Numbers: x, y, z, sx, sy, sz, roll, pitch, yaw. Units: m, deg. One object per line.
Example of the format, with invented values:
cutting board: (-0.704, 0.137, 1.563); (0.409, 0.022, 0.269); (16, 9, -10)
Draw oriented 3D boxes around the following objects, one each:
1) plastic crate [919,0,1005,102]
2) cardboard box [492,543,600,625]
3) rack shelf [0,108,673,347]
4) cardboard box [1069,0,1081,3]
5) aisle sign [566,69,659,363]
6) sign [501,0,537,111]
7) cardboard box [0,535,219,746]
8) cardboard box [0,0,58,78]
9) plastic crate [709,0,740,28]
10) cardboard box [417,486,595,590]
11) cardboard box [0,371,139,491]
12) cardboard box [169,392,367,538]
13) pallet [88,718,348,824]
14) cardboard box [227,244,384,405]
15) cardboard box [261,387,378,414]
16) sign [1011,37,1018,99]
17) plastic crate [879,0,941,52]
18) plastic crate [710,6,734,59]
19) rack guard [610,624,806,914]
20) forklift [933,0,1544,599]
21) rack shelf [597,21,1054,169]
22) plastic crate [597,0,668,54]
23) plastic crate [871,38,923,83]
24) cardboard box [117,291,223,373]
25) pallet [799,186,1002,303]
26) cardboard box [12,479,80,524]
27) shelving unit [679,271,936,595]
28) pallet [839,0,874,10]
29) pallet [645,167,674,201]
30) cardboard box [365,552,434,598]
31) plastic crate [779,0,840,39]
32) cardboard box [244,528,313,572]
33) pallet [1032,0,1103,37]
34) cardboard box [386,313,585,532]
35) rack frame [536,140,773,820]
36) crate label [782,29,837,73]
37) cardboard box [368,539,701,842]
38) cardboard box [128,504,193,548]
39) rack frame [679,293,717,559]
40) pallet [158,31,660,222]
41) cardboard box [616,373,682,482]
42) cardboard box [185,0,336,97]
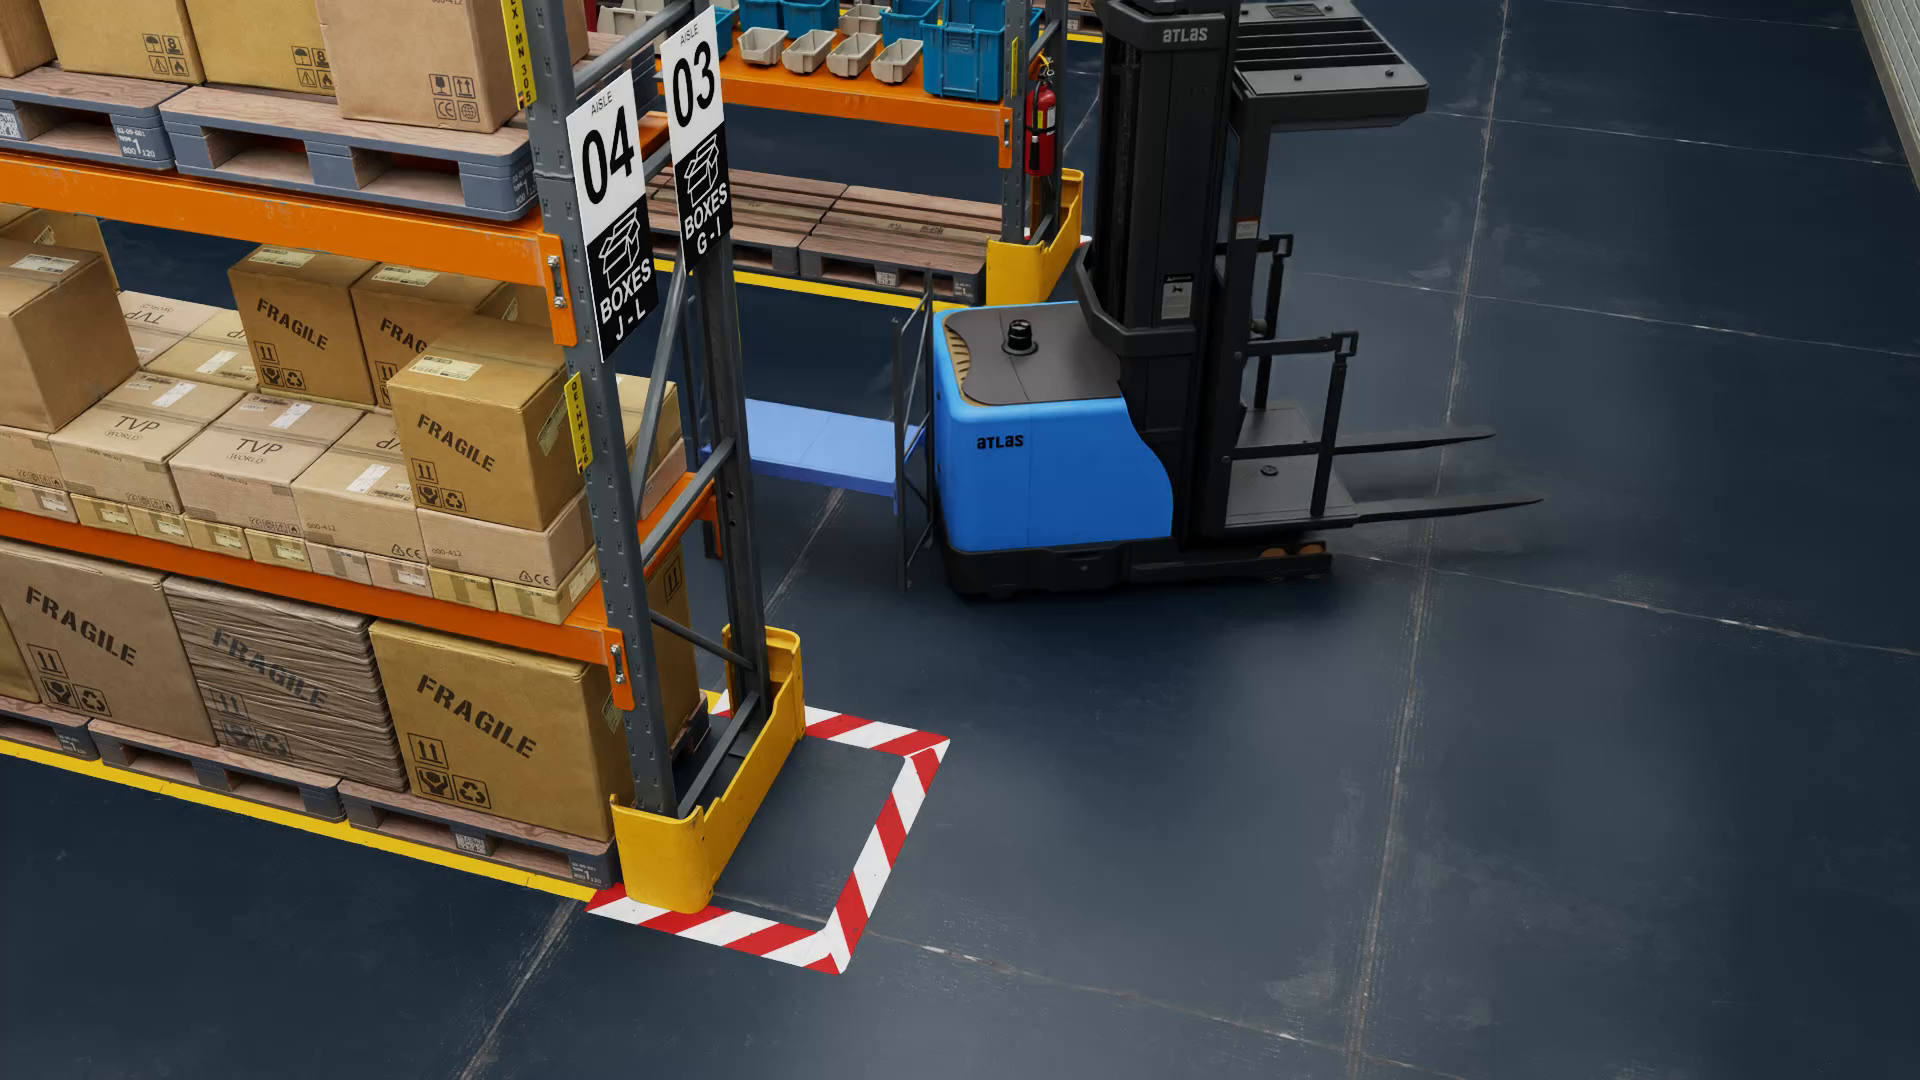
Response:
plastic crate: (0.081, -2.904, 9.770); (0.499, 0.435, 0.616); (10, 38, 14)
cardboard box: (-1.458, 0.115, 5.961); (0.250, 0.149, 0.380); (11, 38, 15)
rack shelf: (-2.929, -1.382, 5.858); (4.000, 0.370, 1.077); (10, 38, 14)
cardboard box: (0.985, -4.830, 14.485); (0.250, 0.166, 0.380); (10, 38, 14)
aisle sign: (-1.041, -0.974, 5.035); (0.004, 0.787, 0.394); (10, 38, 14)
sign: (-1.195, -1.338, 4.512); (0.005, 0.325, 0.100); (10, 38, 14)
cardboard box: (-3.373, 0.191, 7.084); (0.875, 0.875, 0.875); (10, 38, 14)
cardboard box: (-3.105, -1.900, 5.433); (0.500, 0.500, 0.700); (12, 38, 16)
plastic crate: (-1.610, -3.400, 10.695); (0.466, 0.136, 0.293); (10, 38, 14)
cardboard box: (-1.562, -0.105, 5.923); (0.500, 0.250, 0.500); (10, 38, 13)
cardboard box: (-3.499, -0.466, 6.413); (0.500, 0.250, 0.500); (11, 38, 15)
cardboard box: (-2.532, -0.285, 6.167); (0.500, 0.250, 0.500); (9, 37, 12)
pallet: (-2.968, 0.699, 7.307); (1.213, 0.211, 1.003); (10, 38, 14)
cardboard box: (-2.372, -0.885, 6.351); (0.500, 0.500, 0.500); (10, 37, 13)
cardboard box: (-2.375, -0.586, 6.576); (0.500, 0.250, 0.500); (9, 37, 12)
sign: (0.308, -2.664, 9.386); (0.005, 0.325, 0.100); (10, 38, 14)
plastic crate: (-0.309, -3.215, 10.364); (0.300, 0.233, 0.416); (10, 38, 14)
plastic crate: (-1.580, -3.087, 10.189); (0.300, 0.233, 0.416); (10, 38, 14)
rack guard: (-0.997, 0.901, 6.789); (0.348, 0.500, 1.175); (10, 38, 14)
forklift: (1.387, -1.283, 7.705); (3.031, 2.935, 1.130); (-5, 37, -6)
rack shelf: (-1.452, -2.976, 10.555); (4.000, 0.370, 1.077); (10, 38, 14)
plastic crate: (-1.959, -3.222, 10.331); (0.530, 0.282, 0.437); (10, 38, 14)
plastic crate: (-0.376, -2.872, 9.978); (0.243, 0.136, 0.396); (10, 38, 14)
cardboard box: (-3.357, -0.767, 6.822); (0.500, 0.250, 0.500); (11, 38, 15)
pallet: (-0.319, -1.957, 10.916); (1.213, 0.211, 1.003); (10, 38, 14)
cardboard box: (-3.418, -0.246, 6.451); (0.250, 0.149, 0.380); (11, 38, 14)
shelving unit: (-0.697, -0.566, 7.939); (1.048, 1.500, 0.538); (10, 38, 13)
pallet: (-1.226, -5.176, 15.290); (1.213, 0.211, 1.003); (10, 38, 14)
pallet: (-2.648, -2.388, 11.502); (1.213, 0.211, 1.003); (10, 38, 14)
cardboard box: (-1.948, 0.024, 6.083); (0.250, 0.149, 0.380); (11, 38, 14)
plastic crate: (-0.938, -3.332, 10.522); (0.300, 0.233, 0.416); (10, 38, 14)
cardboard box: (-2.434, -0.065, 6.205); (0.250, 0.149, 0.380); (10, 37, 13)
pallet: (1.103, -4.745, 14.704); (1.213, 0.211, 1.003); (10, 38, 14)
cardboard box: (-1.564, -0.409, 5.703); (0.500, 0.500, 0.500); (11, 38, 14)
rack frame: (-1.020, -0.110, 6.054); (0.127, 3.000, 1.000); (10, 38, 14)
crate label: (-0.921, -2.967, 10.107); (0.243, 0.136, 0.396); (10, 38, 14)
cardboard box: (-1.655, 0.509, 6.651); (0.875, 0.875, 0.875); (10, 38, 14)
cardboard box: (-2.917, -0.156, 6.328); (0.250, 0.149, 0.380); (11, 38, 15)
rack frame: (-1.184, -0.653, 8.057); (0.032, 1.500, 0.500); (10, 38, 13)
pallet: (-1.732, -1.407, 5.361); (1.213, 0.211, 1.003); (10, 38, 14)
cardboard box: (-1.398, -0.407, 6.333); (0.500, 0.250, 0.500); (10, 37, 13)
cardboard box: (-2.034, -1.797, 5.292); (0.500, 0.500, 0.700); (9, 37, 12)
